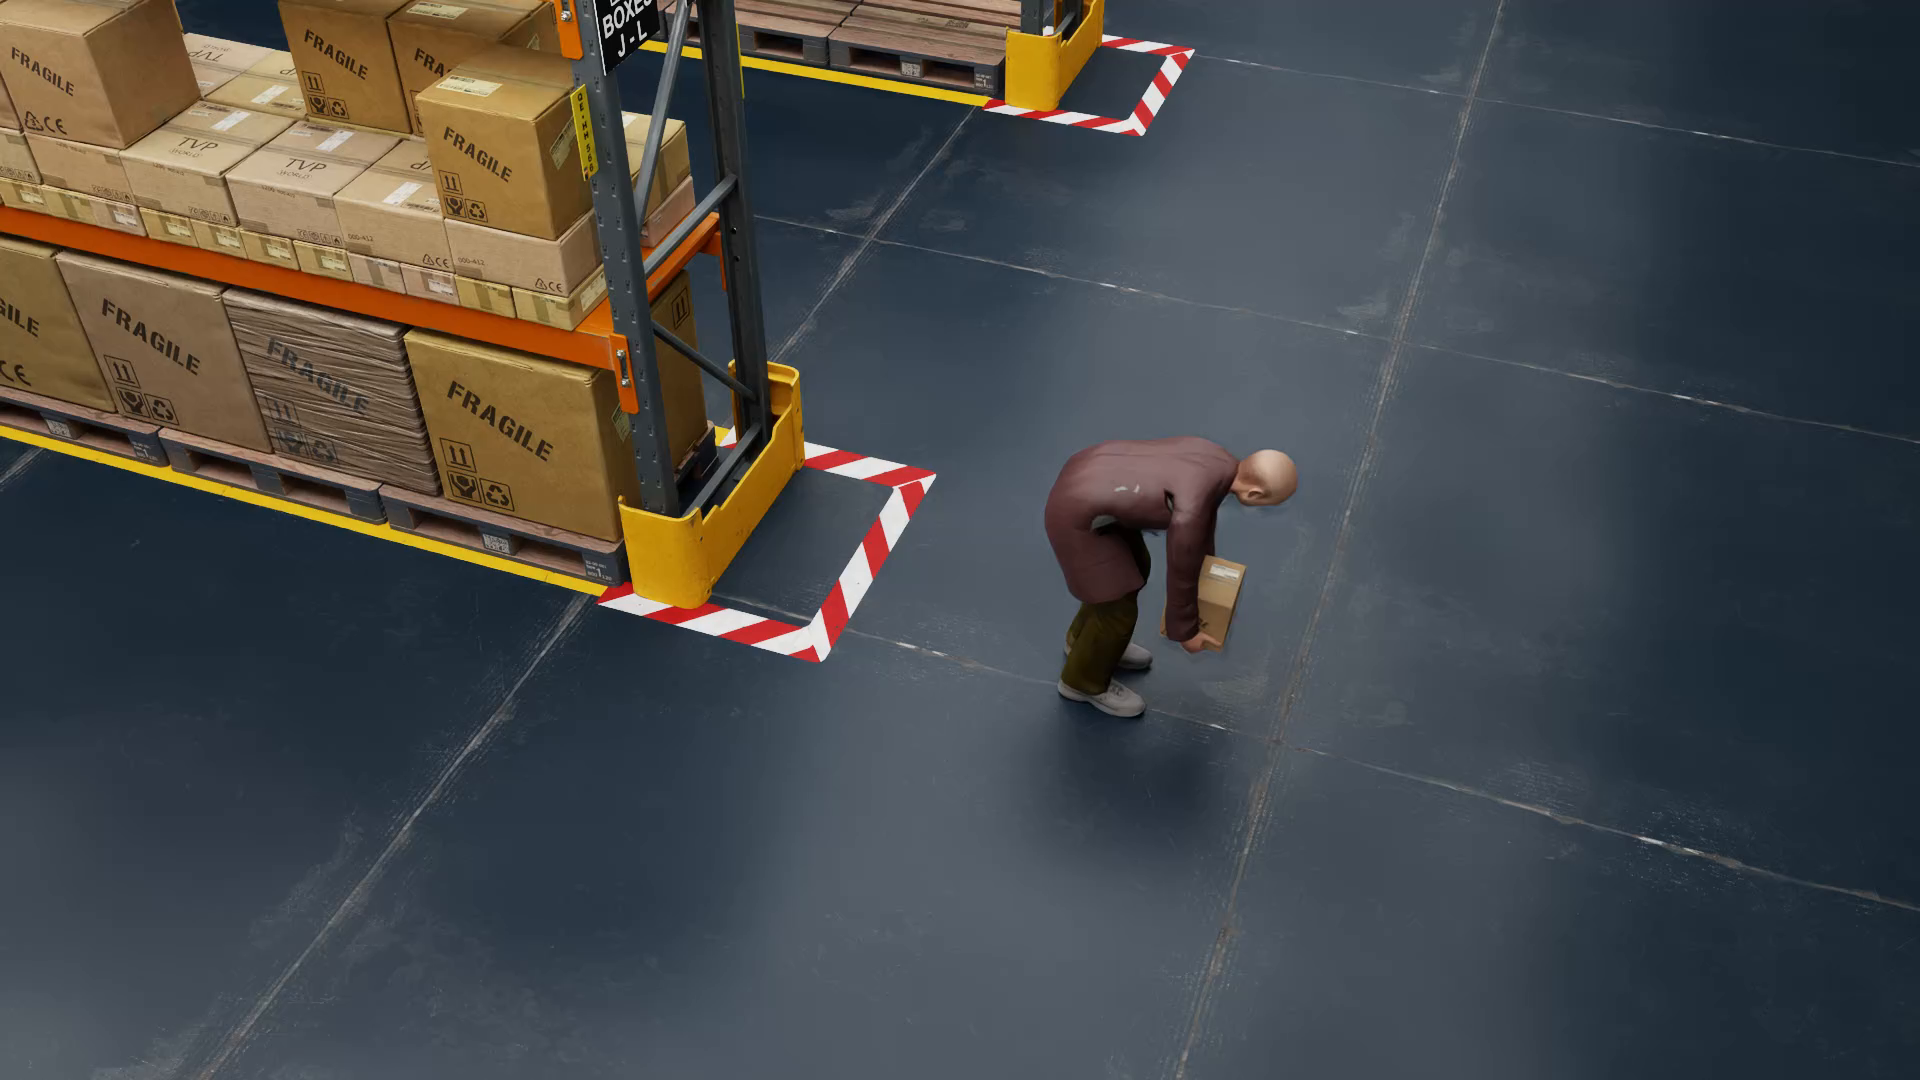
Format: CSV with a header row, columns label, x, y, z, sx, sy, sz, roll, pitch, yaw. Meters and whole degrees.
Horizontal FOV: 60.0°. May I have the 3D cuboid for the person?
label,x,y,z,sx,sy,sz,roll,pitch,yaw
person,0.770,0.123,6.385,0.914,1.307,0.553,12,42,14
